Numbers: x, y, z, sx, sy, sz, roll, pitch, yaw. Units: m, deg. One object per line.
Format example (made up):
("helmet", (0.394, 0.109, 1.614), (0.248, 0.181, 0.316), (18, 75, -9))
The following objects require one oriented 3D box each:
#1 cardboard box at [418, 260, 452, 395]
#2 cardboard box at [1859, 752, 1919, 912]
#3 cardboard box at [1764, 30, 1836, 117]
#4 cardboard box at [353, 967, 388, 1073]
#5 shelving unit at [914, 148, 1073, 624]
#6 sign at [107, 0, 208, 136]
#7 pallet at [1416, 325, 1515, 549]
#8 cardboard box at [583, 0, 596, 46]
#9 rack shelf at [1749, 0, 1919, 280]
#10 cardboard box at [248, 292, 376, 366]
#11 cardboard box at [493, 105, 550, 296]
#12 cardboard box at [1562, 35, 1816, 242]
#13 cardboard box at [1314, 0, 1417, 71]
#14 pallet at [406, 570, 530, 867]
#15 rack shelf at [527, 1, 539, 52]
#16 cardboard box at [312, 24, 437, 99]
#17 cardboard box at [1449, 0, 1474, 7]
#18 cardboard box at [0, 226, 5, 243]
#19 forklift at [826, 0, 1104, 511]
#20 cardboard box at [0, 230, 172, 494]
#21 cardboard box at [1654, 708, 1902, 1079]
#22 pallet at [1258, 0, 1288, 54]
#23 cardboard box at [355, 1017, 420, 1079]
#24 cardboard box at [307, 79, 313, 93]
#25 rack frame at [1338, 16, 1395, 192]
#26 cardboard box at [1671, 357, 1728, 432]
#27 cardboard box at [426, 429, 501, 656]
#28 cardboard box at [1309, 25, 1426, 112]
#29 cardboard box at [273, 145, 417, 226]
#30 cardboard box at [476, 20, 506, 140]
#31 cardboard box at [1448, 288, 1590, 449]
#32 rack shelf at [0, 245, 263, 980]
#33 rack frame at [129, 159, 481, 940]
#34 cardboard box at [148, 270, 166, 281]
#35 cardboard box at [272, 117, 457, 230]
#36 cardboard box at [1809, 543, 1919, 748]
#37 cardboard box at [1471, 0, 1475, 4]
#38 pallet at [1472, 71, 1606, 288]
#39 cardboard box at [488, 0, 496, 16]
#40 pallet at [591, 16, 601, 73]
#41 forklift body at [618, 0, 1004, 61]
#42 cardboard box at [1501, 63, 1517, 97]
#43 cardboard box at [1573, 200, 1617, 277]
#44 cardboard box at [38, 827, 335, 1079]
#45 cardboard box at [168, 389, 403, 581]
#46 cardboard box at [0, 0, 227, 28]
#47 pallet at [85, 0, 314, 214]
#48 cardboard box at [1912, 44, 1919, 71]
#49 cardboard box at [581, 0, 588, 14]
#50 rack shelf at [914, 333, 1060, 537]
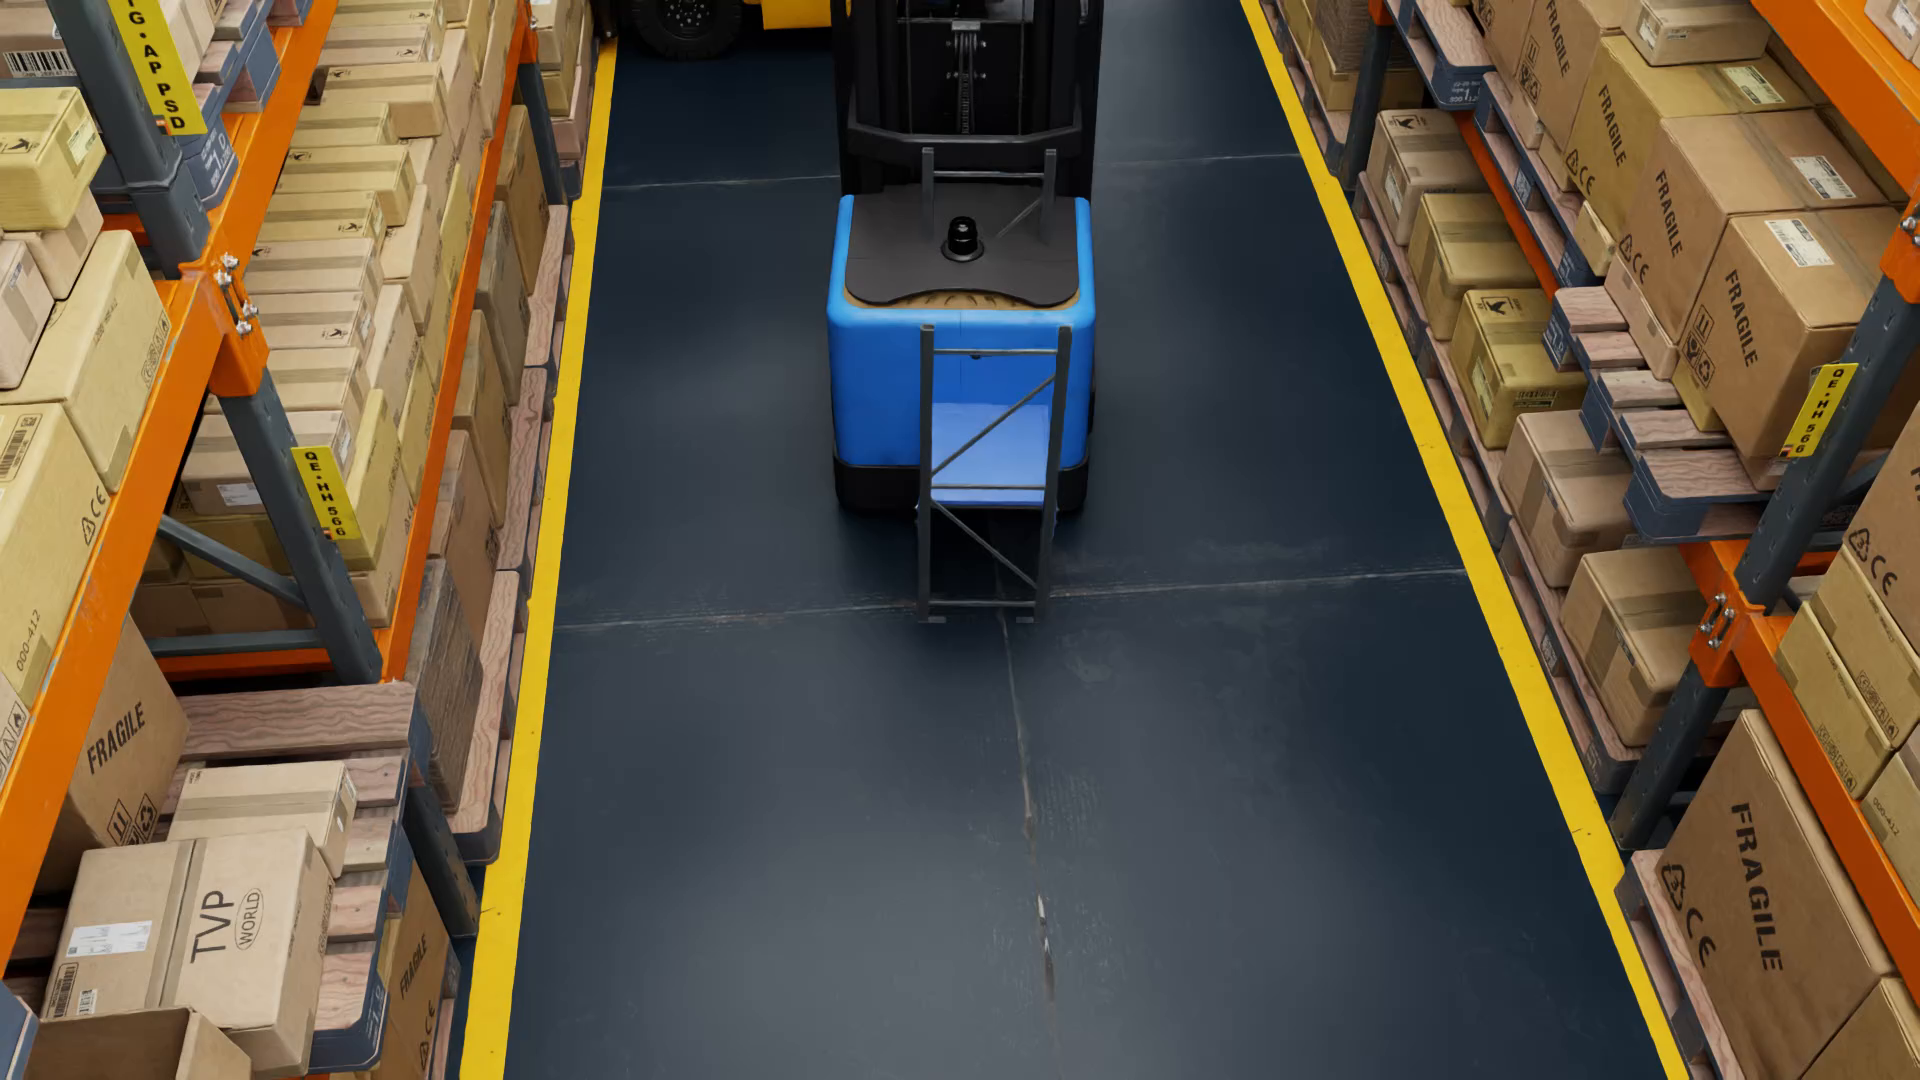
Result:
("cardboard box", (-2.015, -0.725, 5.610), (0.500, 0.250, 0.500), (-5, 47, -5))
("cardboard box", (2.662, 0.783, 4.182), (0.500, 0.250, 0.500), (-5, 47, -4))
("cardboard box", (2.903, -1.390, 5.574), (0.500, 0.500, 0.500), (-3, 47, -3))
("cardboard box", (-1.787, 1.326, 4.551), (0.380, 0.149, 0.250), (-6, 47, -5))
("shelving unit", (0.097, -0.562, 6.381), (0.538, 1.500, 1.048), (1, 47, -1))
("sign", (-1.594, -0.945, 3.293), (0.100, 0.325, 0.005), (-3, 47, -3))
("pallet", (2.649, -0.496, 7.211), (1.003, 0.211, 1.213), (-3, 47, -3))
("cardboard box", (-2.296, -2.904, 9.176), (0.500, 0.250, 0.500), (-3, 47, -3))
("rack shelf", (2.644, -2.240, 5.371), (1.077, 0.370, 4.000), (-3, 47, -3))
("cardboard box", (-1.938, -0.588, 4.861), (0.380, 0.149, 0.250), (-2, 47, -2))
("cardboard box", (-2.414, -1.549, 7.634), (0.875, 0.625, 0.625), (-2, 47, -2))
("cardboard box", (2.399, -1.340, 5.527), (0.500, 0.500, 0.500), (-6, 47, -6))
("cardboard box", (2.160, -2.771, 8.533), (0.500, 0.500, 0.500), (-4, 47, -4))
("pallet", (-2.164, 0.657, 6.119), (1.003, 0.211, 1.213), (-3, 47, -3))
("rack shelf", (-2.637, -3.798, 8.913), (1.077, 0.370, 4.000), (-3, 47, -3))
("cardboard box", (-2.083, -1.699, 5.914), (0.380, 0.149, 0.250), (-3, 47, -3))
("cardboard box", (2.220, -2.360, 6.940), (0.380, 0.149, 0.250), (-3, 47, -2))
("cardboard box", (-1.894, -0.496, 2.848), (0.380, 0.149, 0.250), (-5, 47, -5))
("forklift", (0.033, -2.182, 6.934), (1.130, 2.935, 3.031), (1, 47, 1))
("cardboard box", (-1.850, -0.327, 3.168), (0.500, 0.250, 0.500), (-5, 47, -5))
("cardboard box", (2.787, 1.082, 4.970), (0.875, 0.875, 0.875), (-4, 47, -4))
("pallet", (2.280, -3.312, 9.878), (1.003, 0.211, 1.213), (-3, 47, -3))
("cardboard box", (-1.853, 1.667, 4.675), (0.500, 0.500, 0.500), (-4, 47, -4))
("cardboard box", (-2.619, -1.599, 6.094), (0.500, 0.250, 0.500), (-5, 47, -4))
("rack frame", (2.477, -2.903, 7.570), (1.000, 3.000, 0.127), (-3, 47, -3))
("cardboard box", (2.455, -0.479, 5.158), (0.380, 0.149, 0.250), (-3, 47, -3))
("cardboard box", (-2.236, 0.044, 6.126), (0.875, 0.625, 0.625), (-2, 47, -2))
("cardboard box", (2.159, -2.513, 8.805), (0.500, 0.250, 0.500), (-2, 47, -1))
("cardboard box", (-1.986, -1.143, 5.388), (0.380, 0.149, 0.250), (-3, 47, -2))
("cardboard box", (-2.119, -1.834, 6.661), (0.500, 0.250, 0.500), (-4, 47, -4))
("cardboard box", (2.647, -0.741, 7.043), (0.950, 0.372, 0.625), (-2, 47, -2))
("rack shelf", (-1.967, 0.959, 2.342), (1.077, 0.370, 4.000), (-3, 47, -3))
("rack frame", (-2.134, 0.296, 4.540), (1.000, 3.000, 0.127), (-3, 47, -3))
("cardboard box", (-2.548, -0.732, 4.998), (0.380, 0.149, 0.250), (-4, 47, -4))
("cardboard box", (-2.063, -1.271, 5.783), (0.500, 0.250, 0.500), (-3, 47, -3))
("cardboard box", (2.608, 0.253, 4.340), (0.500, 0.250, 0.500), (-4, 47, -4))
("cardboard box", (2.273, -2.465, 6.592), (0.500, 0.500, 0.500), (-3, 47, -3))
("pallet", (2.605, -1.372, 6.252), (1.003, 0.211, 1.213), (-3, 47, -3))
("cardboard box", (-2.173, -2.379, 6.832), (0.500, 0.250, 0.500), (-4, 47, -4))
("pallet", (-2.599, -3.102, 9.679), (1.003, 0.211, 1.213), (-3, 47, -3))
("forklift body", (-0.827, -3.939, 9.136), (2.313, 2.155, 1.214), (-3, 47, -3))
("cardboard box", (2.319, -1.792, 6.402), (0.380, 0.149, 0.250), (-3, 47, -3))
("cardboard box", (2.339, -1.039, 5.689), (0.380, 0.149, 0.250), (-3, 47, -3))
("cardboard box", (-1.724, 0.947, 3.738), (0.500, 0.250, 0.500), (-5, 47, -5))
("cardboard box", (-1.903, -0.162, 4.733), (0.500, 0.250, 0.500), (-4, 47, -3))
("cardboard box", (-1.952, -1.488, 3.737), (0.500, 0.500, 0.500), (-3, 47, -3))
("pallet", (-2.280, -1.156, 3.980), (1.213, 0.211, 1.003), (-2, 47, -1))
("cardboard box", (2.576, -1.169, 4.035), (0.380, 0.149, 0.250), (-3, 47, -3))
("cardboard box", (-2.277, -3.066, 8.985), (0.500, 0.250, 0.500), (-4, 47, -4))
("rack shelf", (0.093, -0.440, 6.513), (0.538, 0.185, 1.000), (1, 47, -1))
